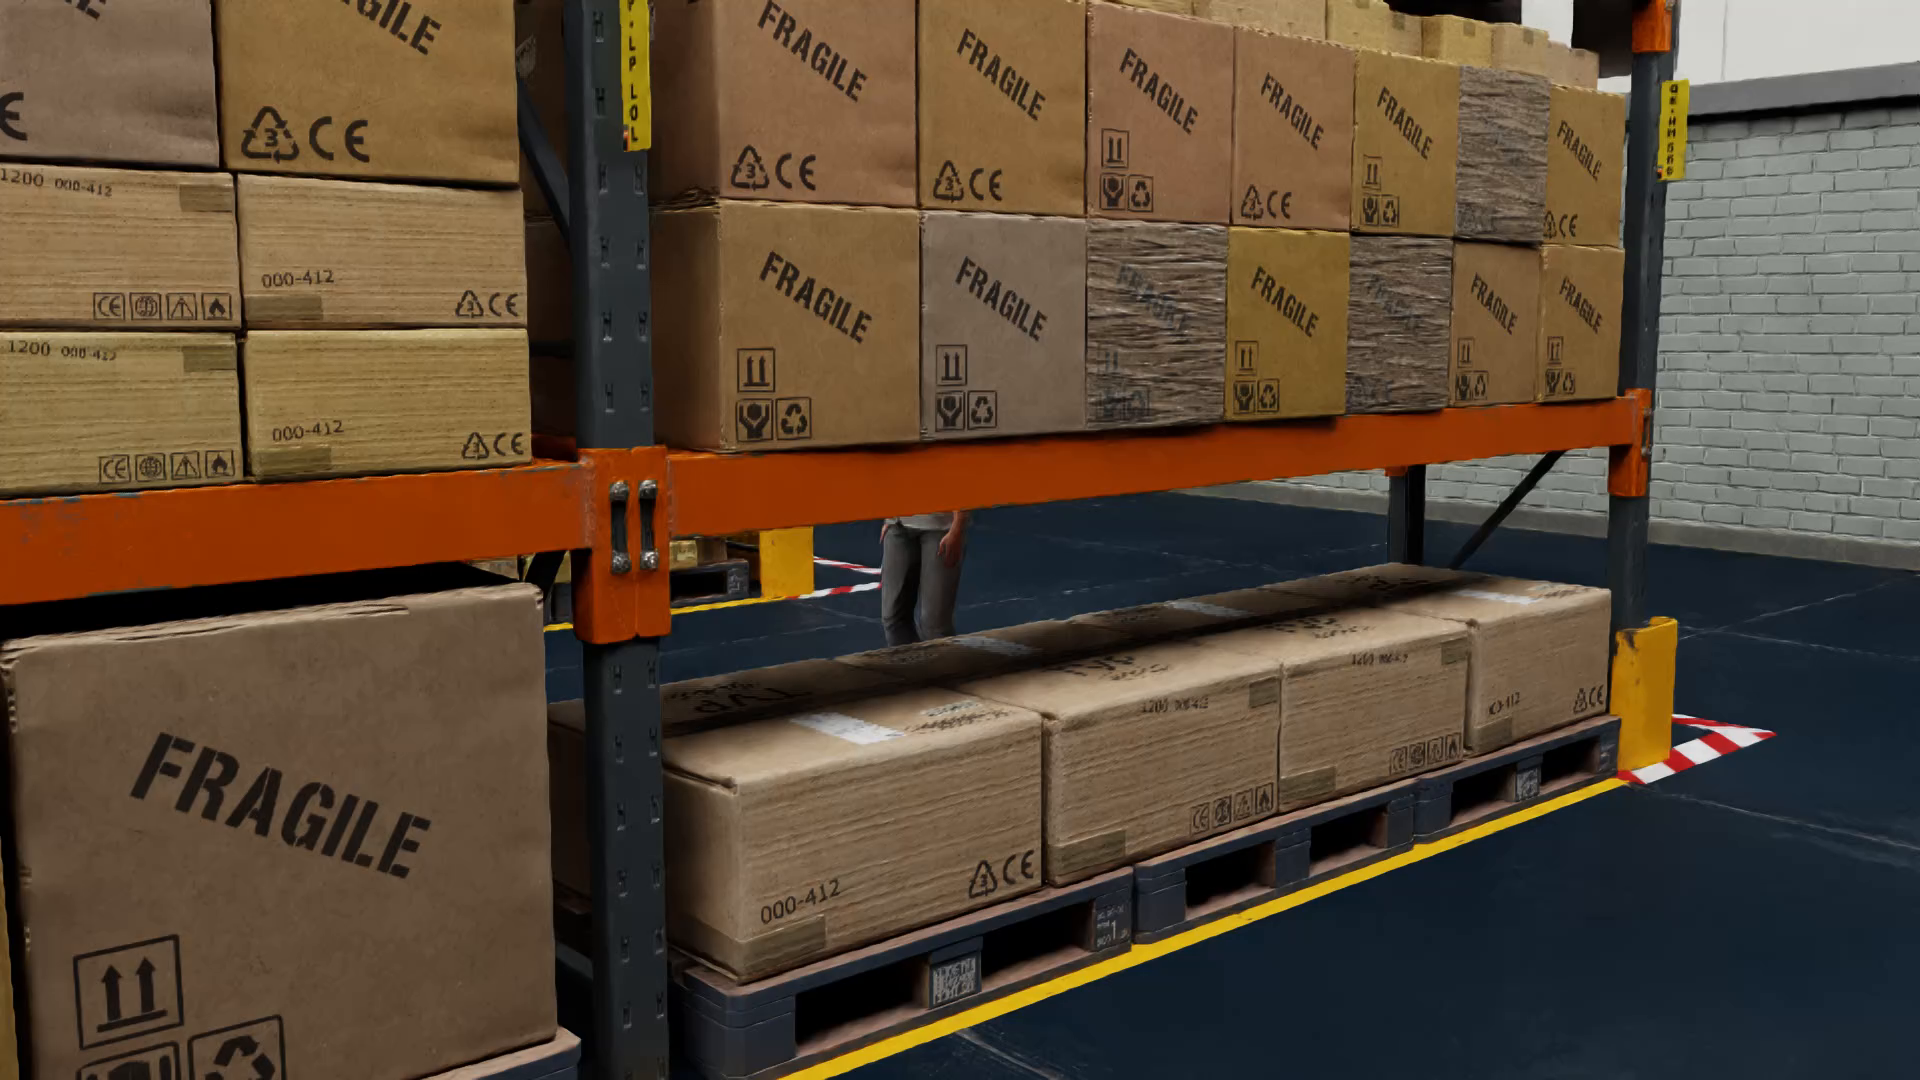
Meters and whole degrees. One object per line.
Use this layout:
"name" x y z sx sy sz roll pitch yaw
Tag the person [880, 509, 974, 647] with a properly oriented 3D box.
"person" -0.143 -0.035 6.069 0.366 1.603 0.453 -6 10 -40
